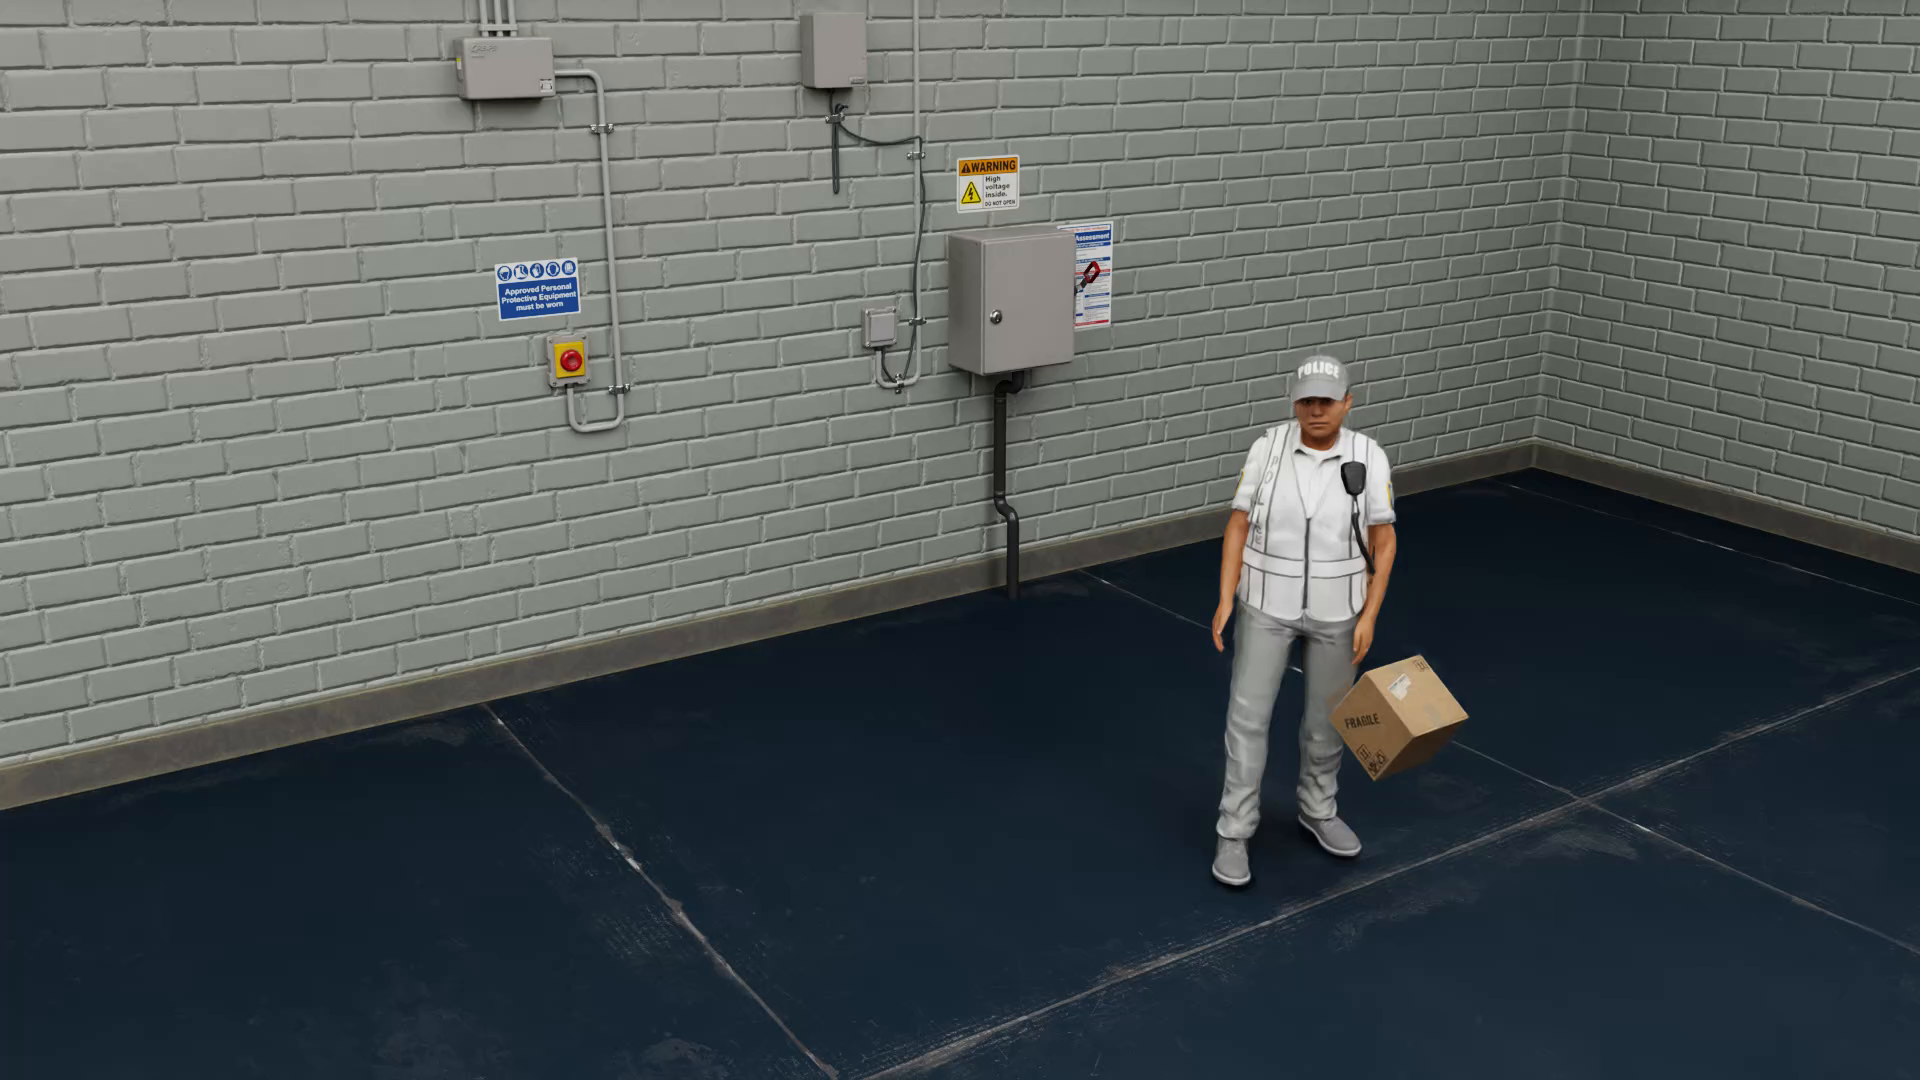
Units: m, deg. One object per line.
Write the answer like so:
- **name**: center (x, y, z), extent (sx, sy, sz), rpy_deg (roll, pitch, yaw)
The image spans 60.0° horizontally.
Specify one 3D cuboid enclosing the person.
- **person**: center (1.079, 0.251, 5.248), extent (0.559, 1.664, 0.540), rpy_deg (3, 18, 9)
